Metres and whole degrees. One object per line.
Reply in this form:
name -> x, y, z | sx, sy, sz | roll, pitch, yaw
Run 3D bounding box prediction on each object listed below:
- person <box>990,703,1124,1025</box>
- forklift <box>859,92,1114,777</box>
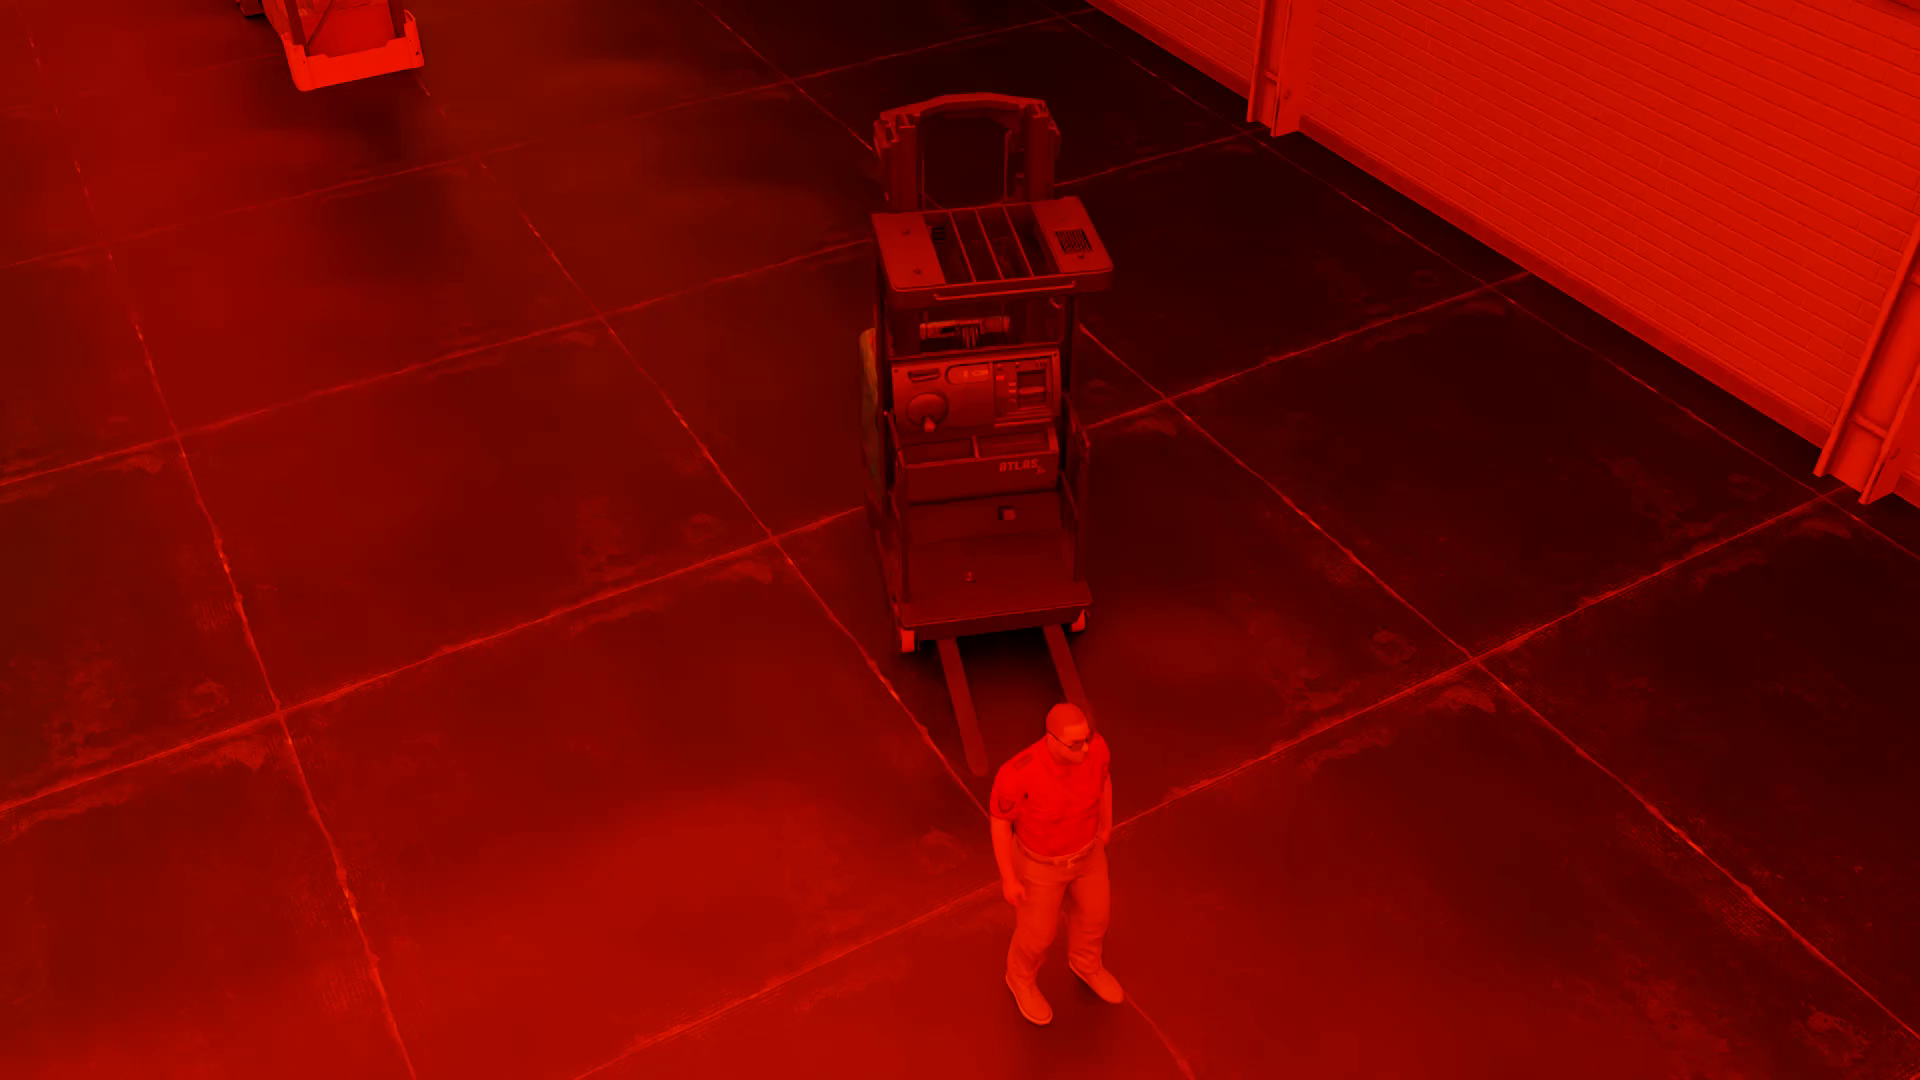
person -> 0.464, 1.433, 7.278 | 0.620, 1.754, 0.483 | -20, 44, -23
forklift -> 0.134, -0.734, 8.921 | 1.130, 2.935, 3.031 | -7, 40, -8
